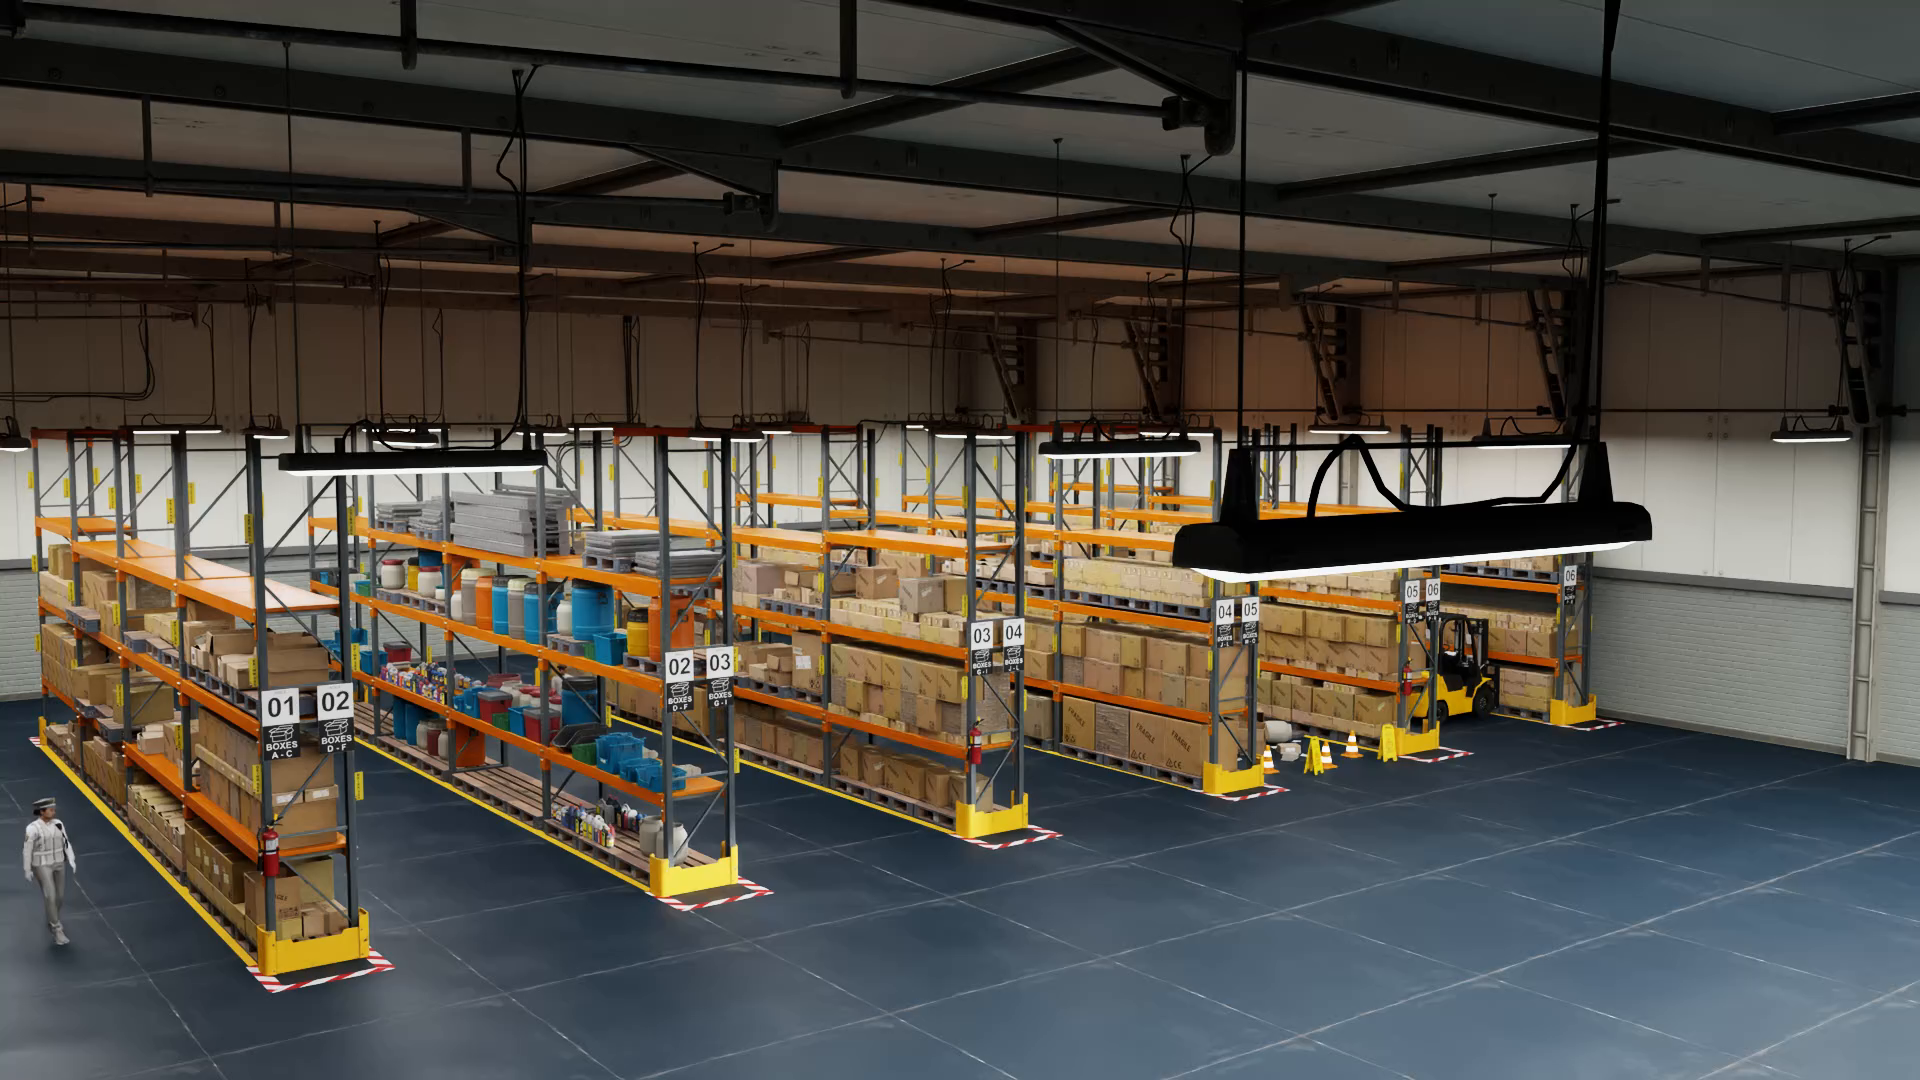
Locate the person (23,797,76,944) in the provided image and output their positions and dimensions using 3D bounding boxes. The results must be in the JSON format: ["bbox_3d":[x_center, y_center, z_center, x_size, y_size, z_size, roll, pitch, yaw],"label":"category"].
[{"bbox_3d":[-10.850,3.943,19.969,0.723,1.672,0.516,2,5,29],"label":"person"}]

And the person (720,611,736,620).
[{"bbox_3d":[-5.906,2.171,42.447,0.486,1.651,0.843,0,4,1],"label":"person"}]

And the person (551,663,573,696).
[{"bbox_3d":[-7.338,3.066,30.911,0.498,1.658,0.456,-2,5,-22],"label":"person"}]
